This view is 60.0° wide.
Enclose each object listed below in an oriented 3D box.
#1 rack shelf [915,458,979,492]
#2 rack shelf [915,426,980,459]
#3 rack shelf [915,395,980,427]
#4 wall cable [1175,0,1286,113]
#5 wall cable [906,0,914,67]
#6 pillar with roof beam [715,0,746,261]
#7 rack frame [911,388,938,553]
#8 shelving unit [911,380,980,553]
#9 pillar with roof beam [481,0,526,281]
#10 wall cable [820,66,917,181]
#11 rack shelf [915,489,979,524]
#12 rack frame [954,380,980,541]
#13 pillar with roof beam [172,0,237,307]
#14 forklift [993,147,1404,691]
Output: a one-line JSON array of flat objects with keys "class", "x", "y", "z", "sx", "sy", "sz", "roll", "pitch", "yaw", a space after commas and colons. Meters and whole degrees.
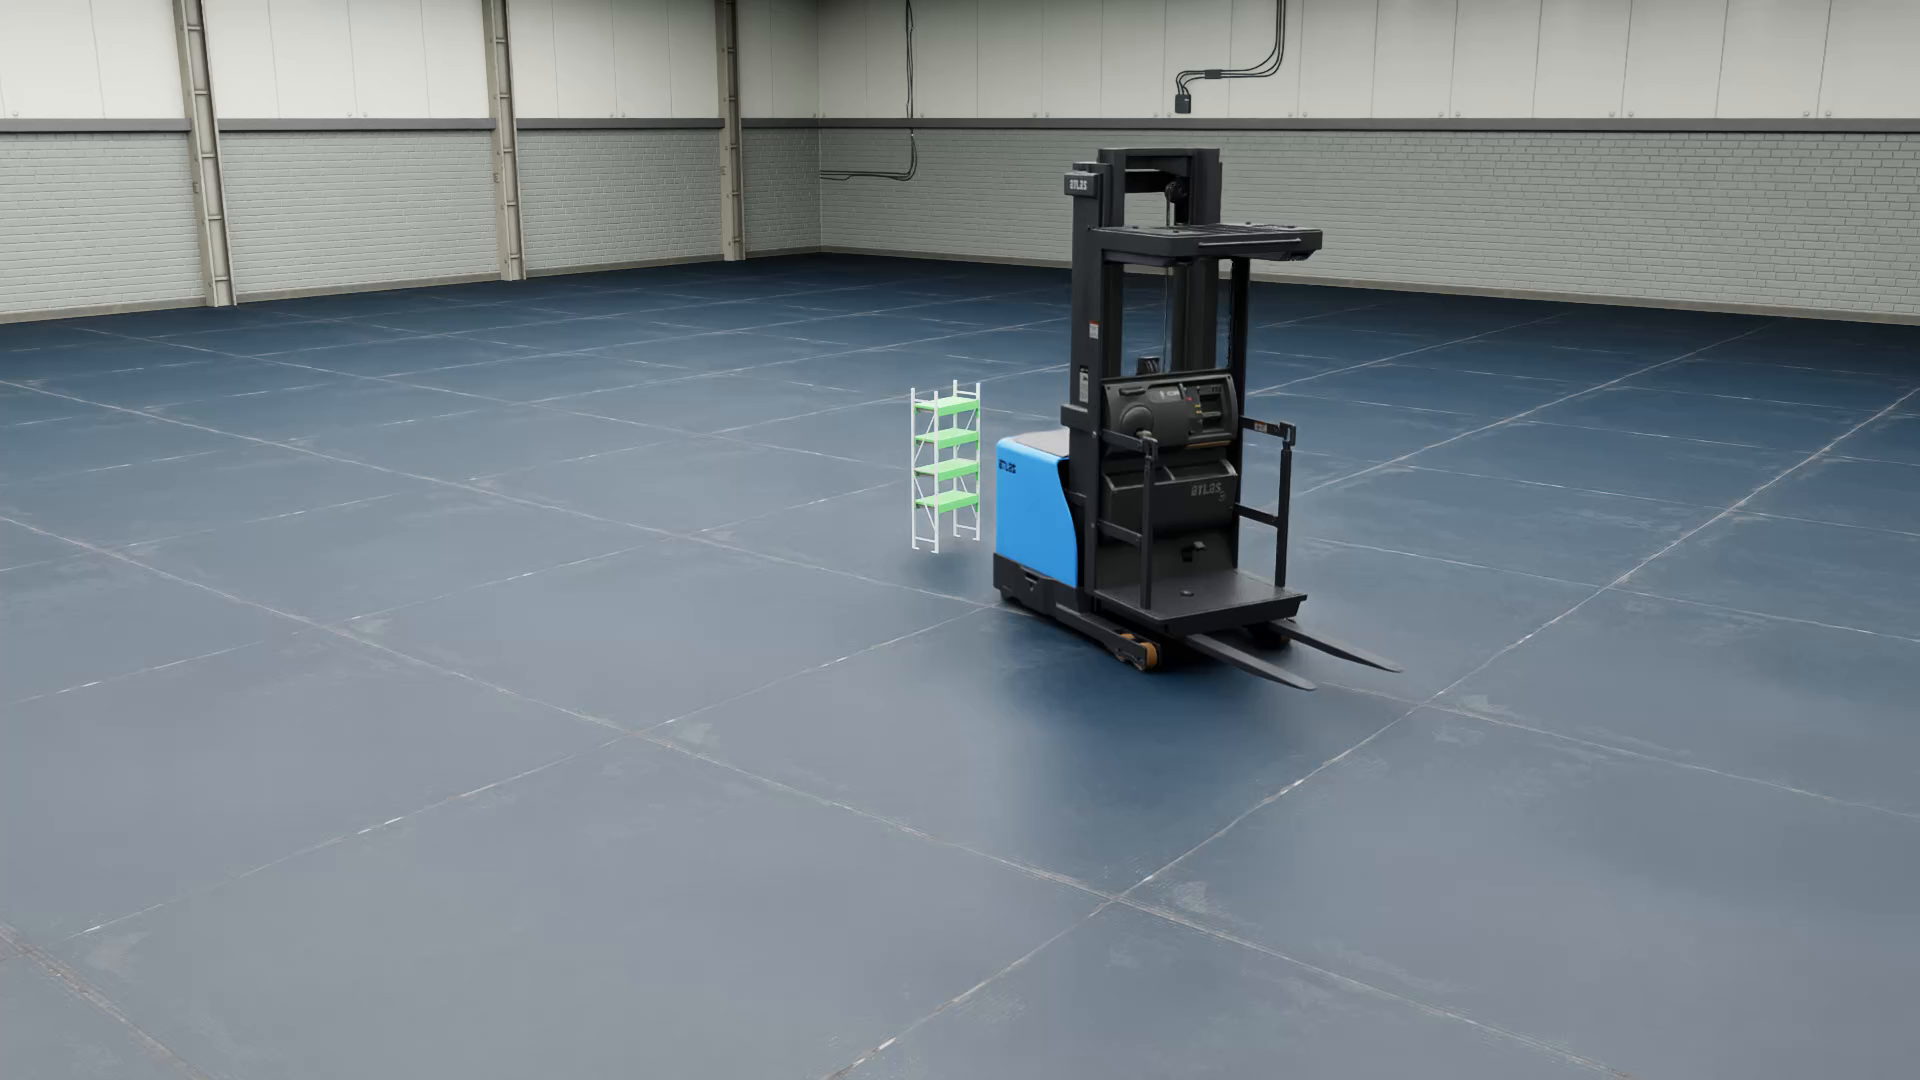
[{"class": "rack shelf", "x": -0.104, "y": -0.488, "z": 12.366, "sx": 0.258, "sy": 0.148, "sz": 0.480, "roll": 11, "pitch": 18, "yaw": 38}, {"class": "rack shelf", "x": -0.104, "y": -0.721, "z": 12.307, "sx": 0.258, "sy": 0.148, "sz": 0.480, "roll": 11, "pitch": 18, "yaw": 38}, {"class": "rack shelf", "x": -0.104, "y": -0.953, "z": 12.248, "sx": 0.258, "sy": 0.148, "sz": 0.480, "roll": 11, "pitch": 18, "yaw": 38}, {"class": "wall cable", "x": 5.176, "y": -11.207, "z": 31.556, "sx": 2.305, "sy": 6.003, "sz": 0.169, "roll": 11, "pitch": 18, "yaw": 38}, {"class": "wall cable", "x": -0.094, "y": -11.555, "z": 35.882, "sx": 3.097, "sy": 2.526, "sz": 0.112, "roll": 11, "pitch": 18, "yaw": 38}, {"class": "pillar with roof beam", "x": -1.730, "y": -10.005, "z": 33.732, "sx": 9.100, "sy": 9.000, "sz": 0.400, "roll": 11, "pitch": 18, "yaw": 38}, {"class": "rack frame", "x": -0.257, "y": -0.503, "z": 12.166, "sx": 0.240, "sy": 1.200, "sz": 0.015, "roll": 11, "pitch": 18, "yaw": 38}, {"class": "shelving unit", "x": -0.104, "y": -0.550, "z": 12.350, "sx": 0.258, "sy": 1.200, "sz": 0.503, "roll": 11, "pitch": 18, "yaw": 38}, {"class": "pillar with roof beam", "x": -5.501, "y": -8.856, "z": 29.208, "sx": 9.100, "sy": 9.000, "sz": 0.400, "roll": 11, "pitch": 18, "yaw": 38}, {"class": "wall cable", "x": -2.198, "y": -9.526, "z": 38.152, "sx": 3.097, "sy": 2.526, "sz": 0.112, "roll": 11, "pitch": 18, "yaw": 38}, {"class": "rack shelf", "x": -0.104, "y": -0.255, "z": 12.425, "sx": 0.258, "sy": 0.148, "sz": 0.480, "roll": 11, "pitch": 18, "yaw": 38}, {"class": "rack frame", "x": 0.049, "y": -0.597, "z": 12.534, "sx": 0.240, "sy": 1.200, "sz": 0.015, "roll": 11, "pitch": 18, "yaw": 38}, {"class": "pillar with roof beam", "x": -9.272, "y": -7.707, "z": 24.685, "sx": 9.100, "sy": 9.000, "sz": 0.400, "roll": 11, "pitch": 18, "yaw": 38}, {"class": "forklift", "x": 1.374, "y": -0.790, "z": 9.781, "sx": 1.130, "sy": 2.935, "sz": 3.031, "roll": -8, "pitch": 16, "yaw": -28}]
